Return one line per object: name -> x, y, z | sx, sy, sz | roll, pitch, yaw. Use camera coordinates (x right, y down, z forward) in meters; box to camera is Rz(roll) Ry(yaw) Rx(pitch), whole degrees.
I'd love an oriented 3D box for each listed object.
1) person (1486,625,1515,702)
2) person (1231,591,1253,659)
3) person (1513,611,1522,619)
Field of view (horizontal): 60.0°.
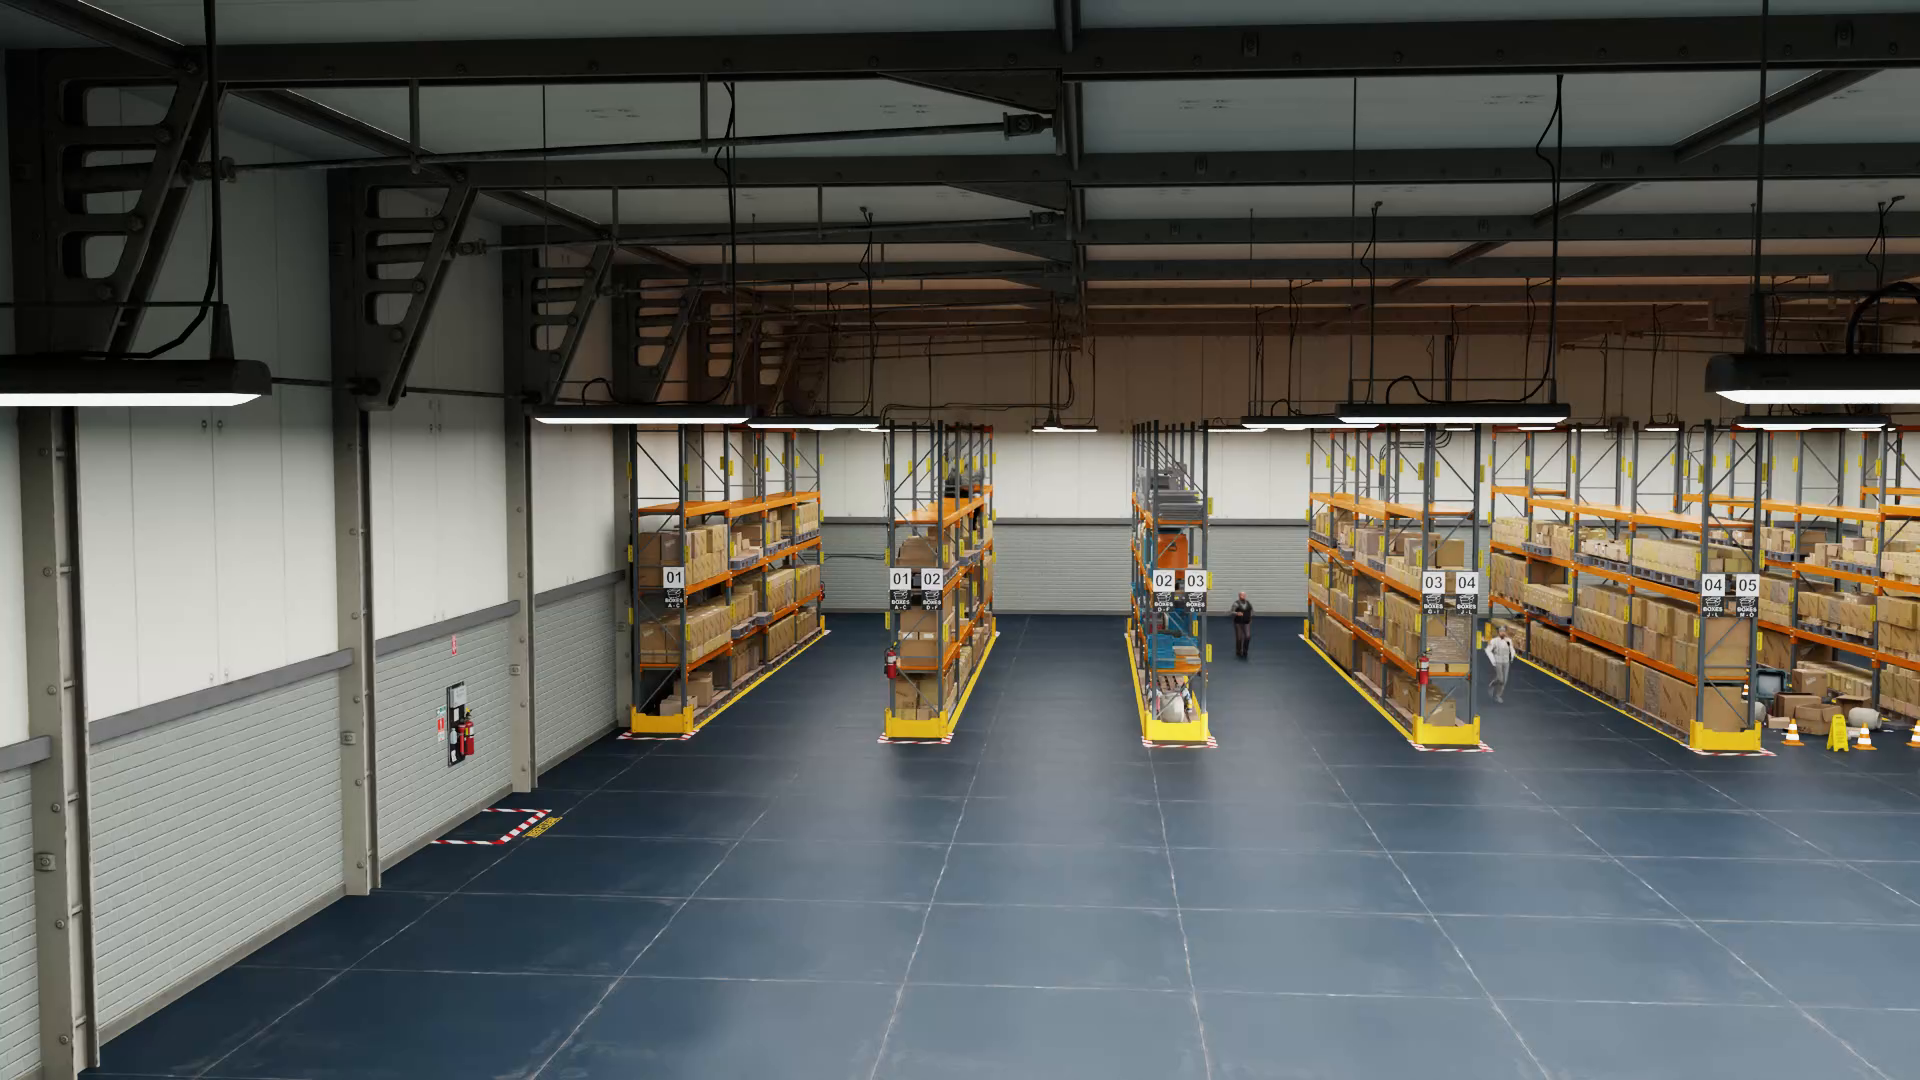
person -> 11.615, 2.644, 35.632 | 0.605, 1.669, 0.570 | 0, 4, -3
person -> 7.255, 2.183, 42.603 | 0.651, 1.745, 0.690 | 0, 4, -6
person -> 16.030, 1.972, 47.491 | 0.472, 1.512, 0.614 | 3, 5, 37
